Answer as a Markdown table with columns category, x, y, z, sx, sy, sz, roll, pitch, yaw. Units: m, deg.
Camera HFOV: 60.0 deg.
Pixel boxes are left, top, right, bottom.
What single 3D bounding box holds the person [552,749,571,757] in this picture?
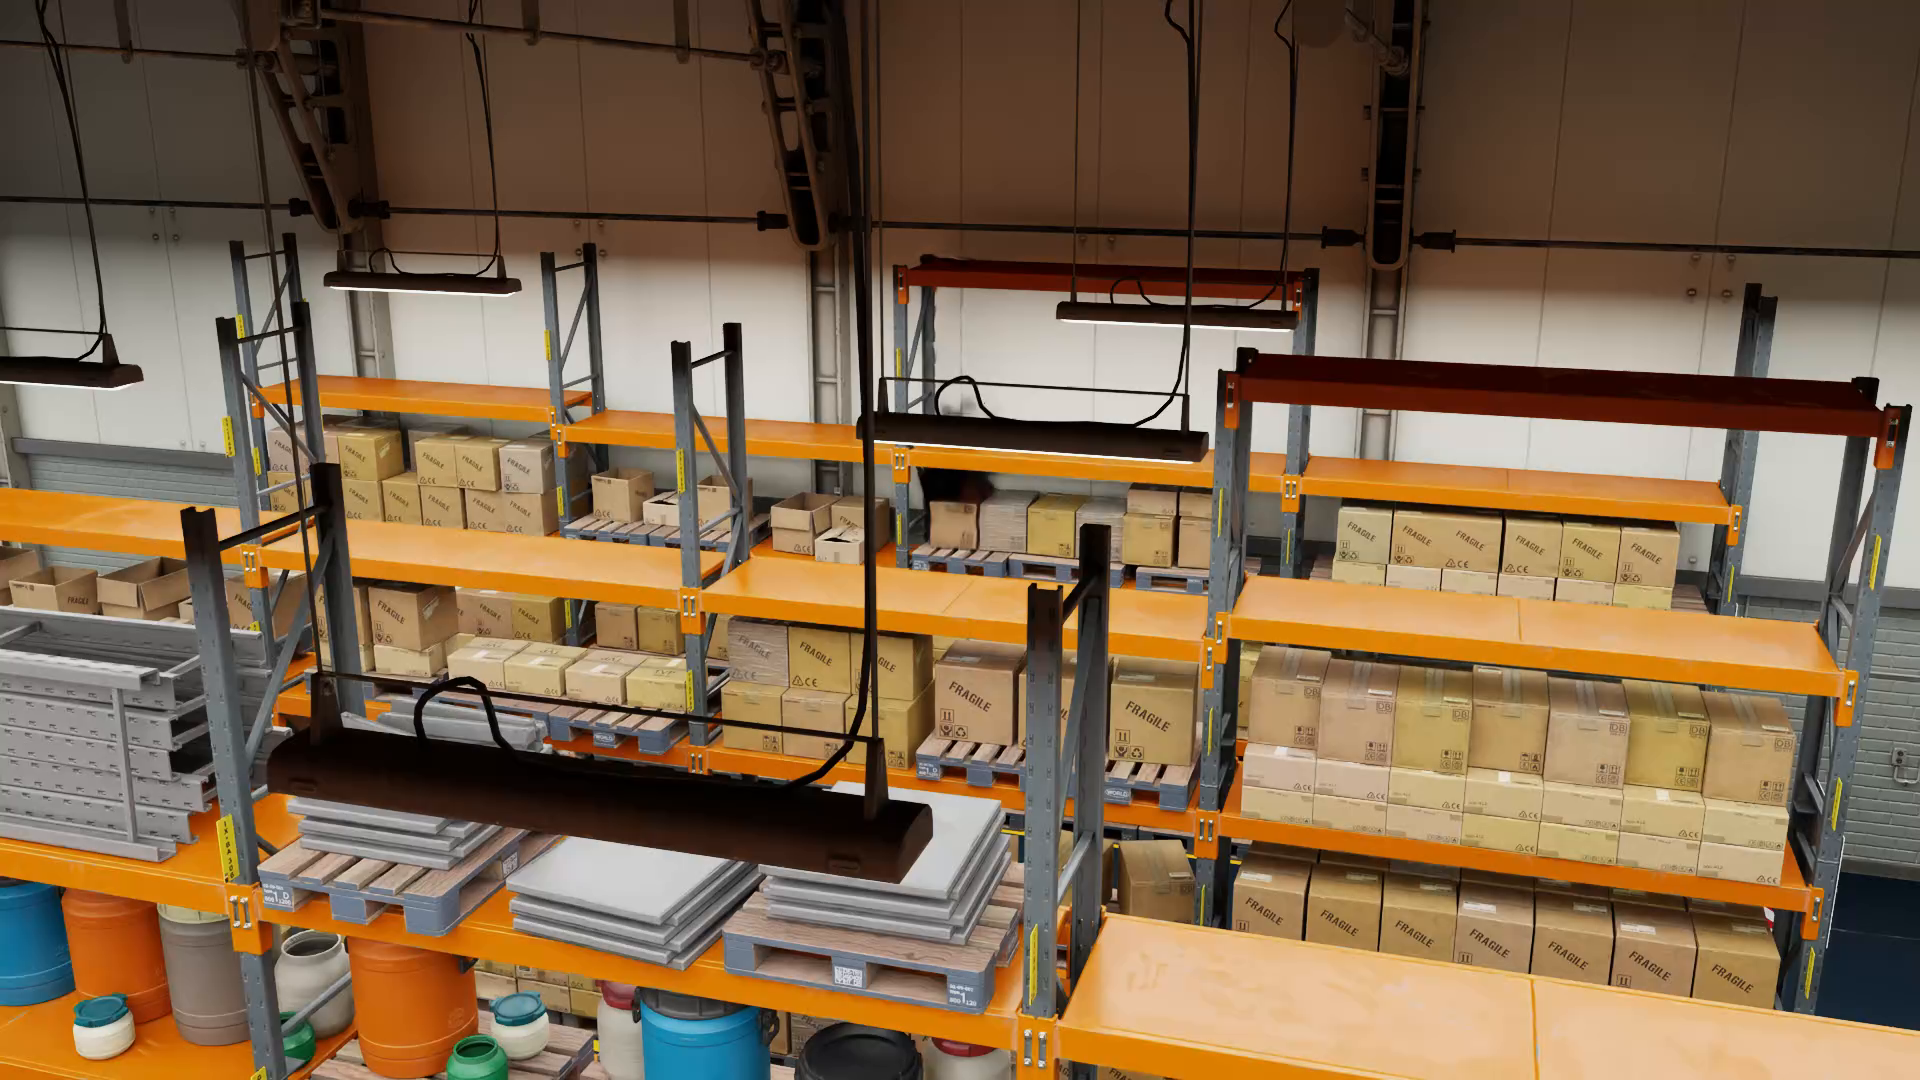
| category | x | y | z | sx | sy | sz | roll | pitch | yaw |
| --- | --- | --- | --- | --- | --- | --- | --- | --- | --- |
| person | -4.032 | 2.526 | 16.949 | 0.887 | 1.696 | 0.518 | 2 | 16 | 8 |
